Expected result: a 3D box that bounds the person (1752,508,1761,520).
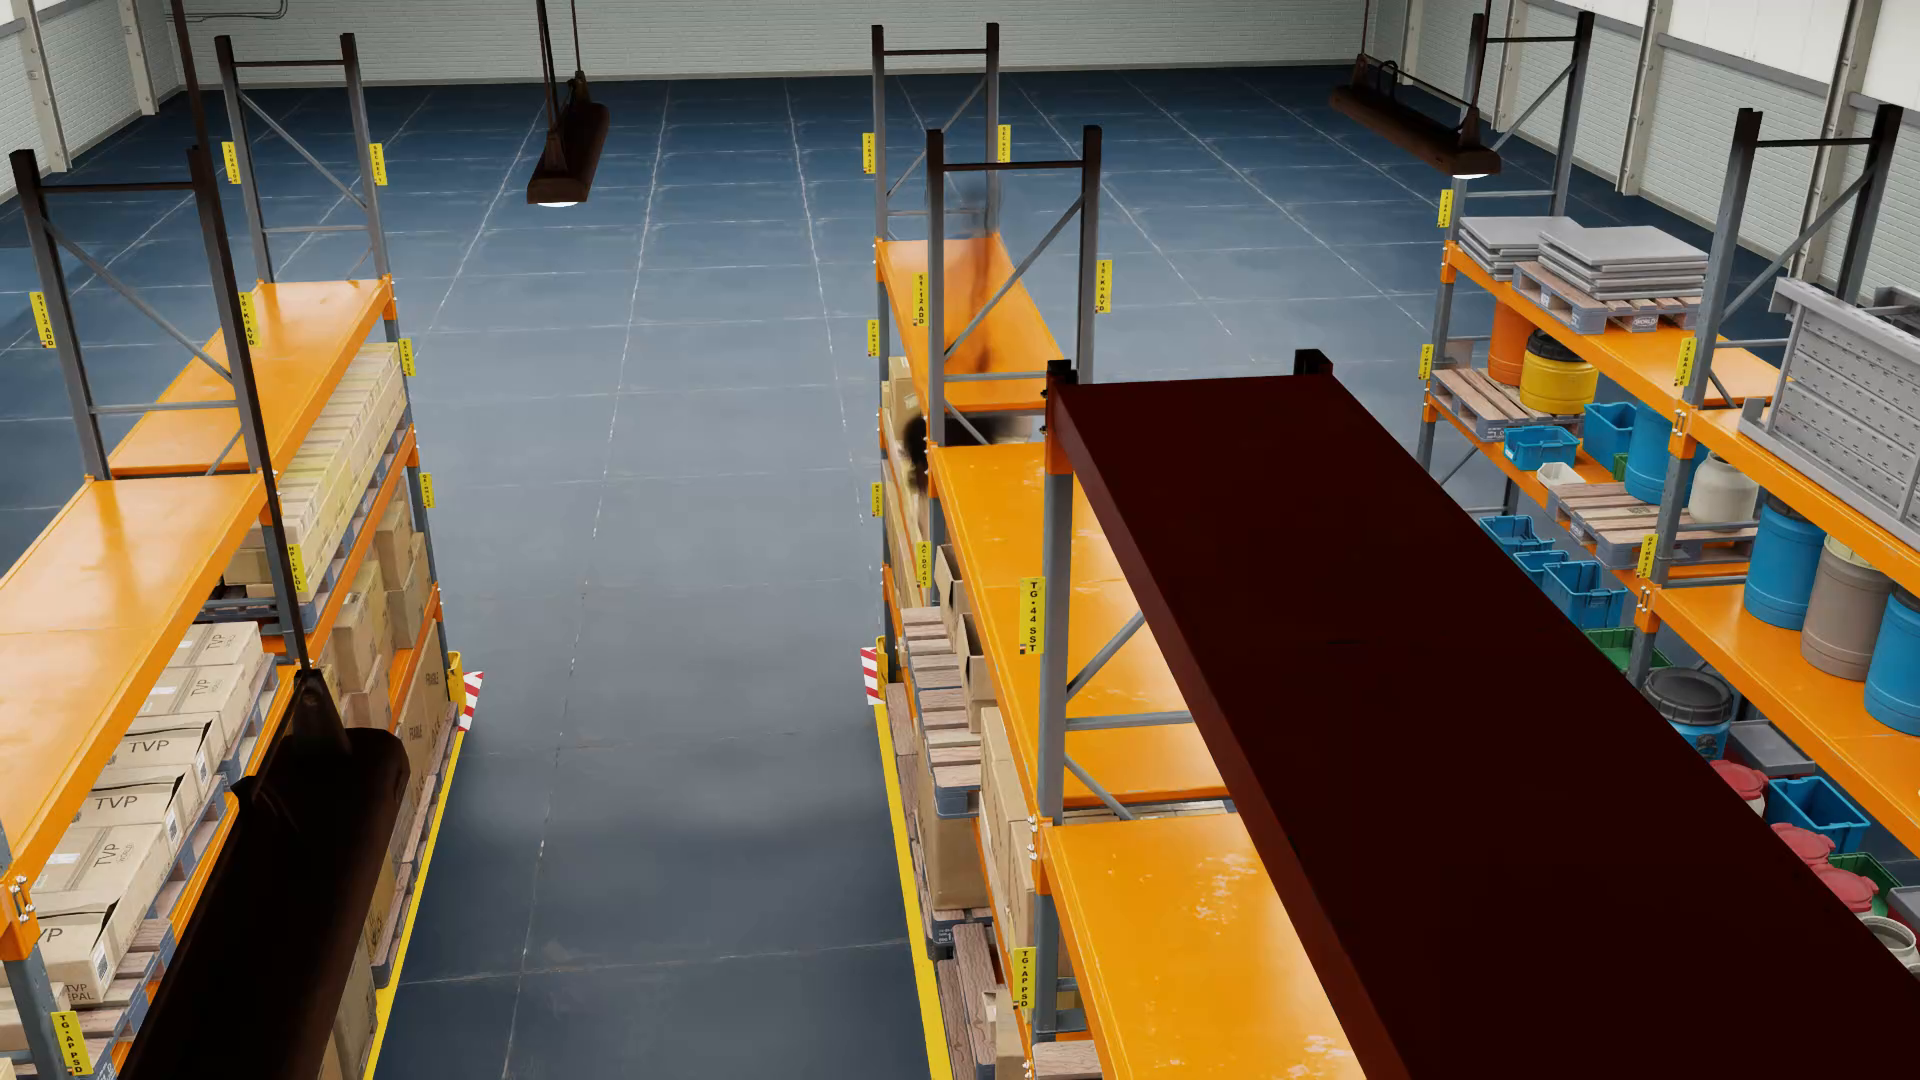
[{"bbox_3d":[8.493,-0.845,18.381,0.899,1.616,0.606,6,26,12],"label":"person"}]
